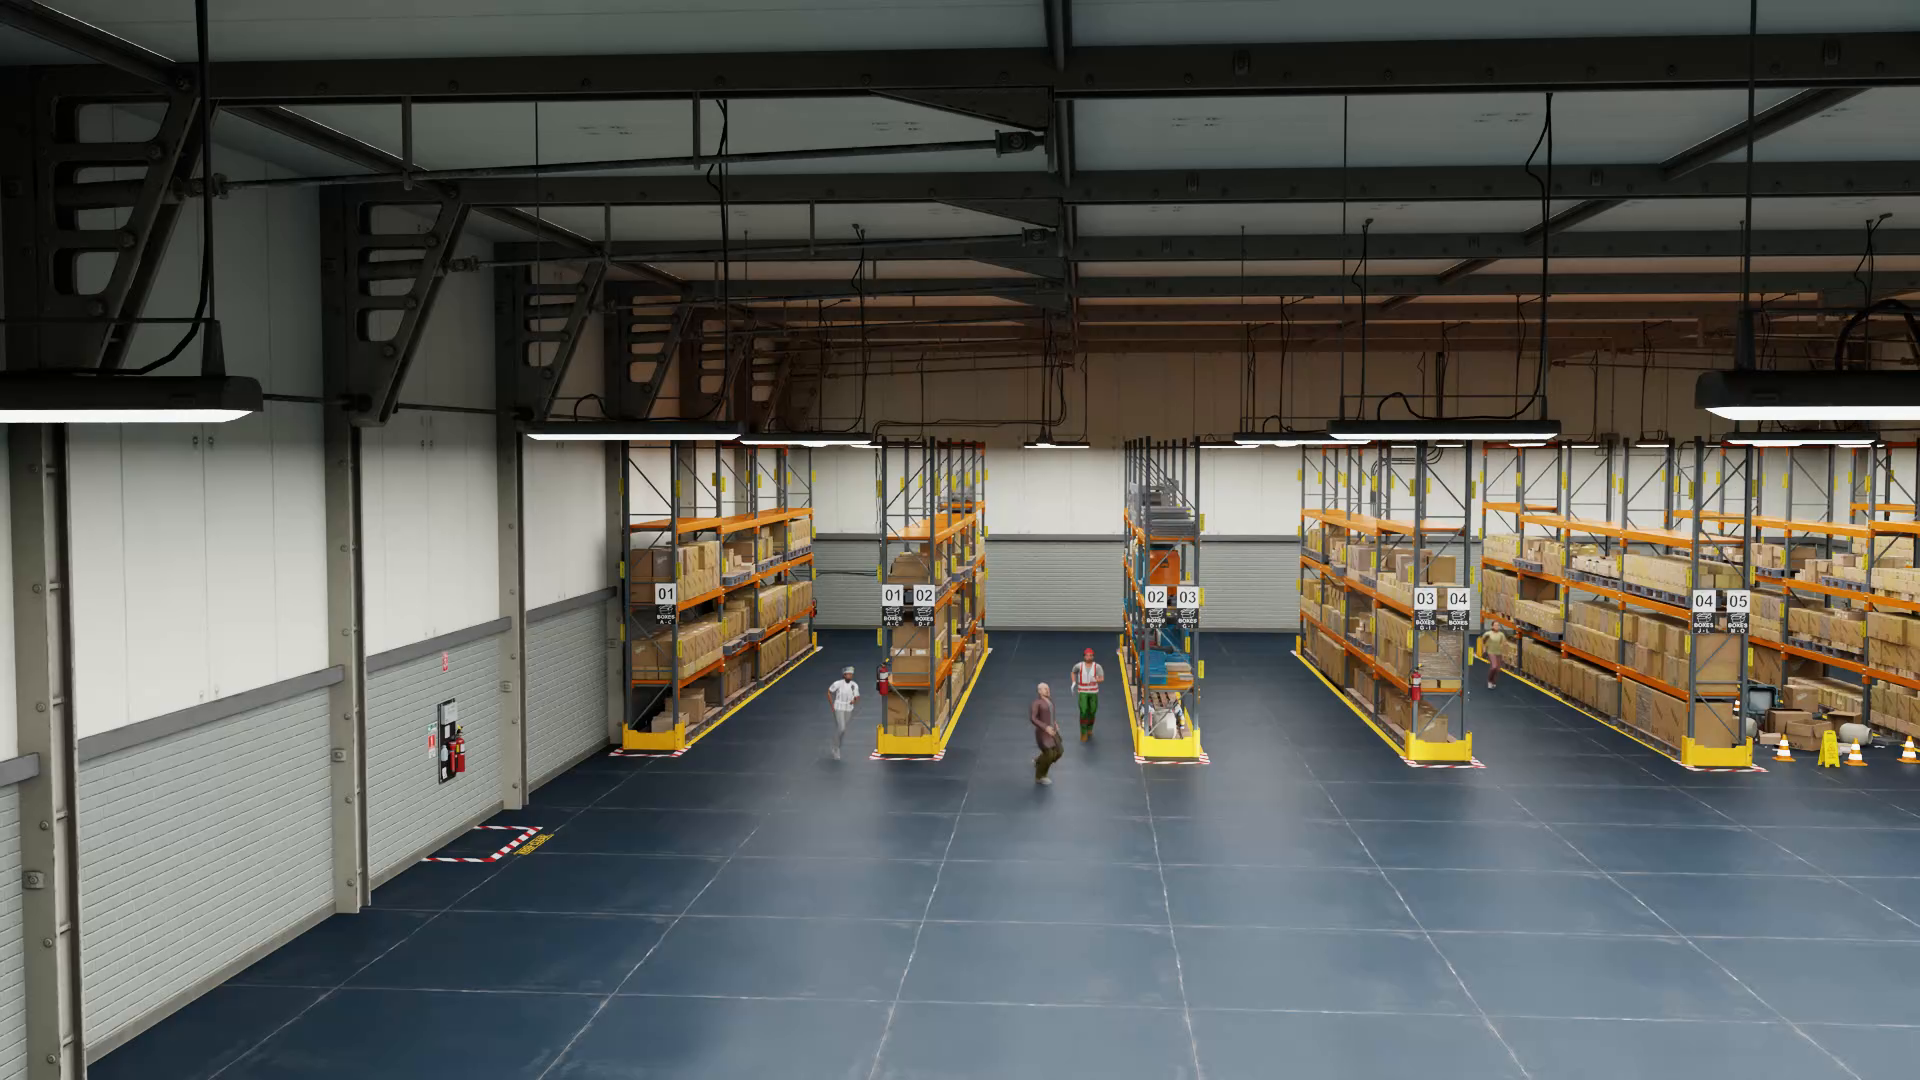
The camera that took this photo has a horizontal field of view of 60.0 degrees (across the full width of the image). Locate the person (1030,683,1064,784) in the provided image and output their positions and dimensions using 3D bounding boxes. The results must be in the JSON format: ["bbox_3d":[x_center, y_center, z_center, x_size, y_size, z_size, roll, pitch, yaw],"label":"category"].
[{"bbox_3d":[1.474,3.325,28.641,0.571,1.740,0.717,2,4,34],"label":"person"}]

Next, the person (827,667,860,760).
[{"bbox_3d":[-2.186,3.235,31.193,0.588,1.729,0.680,-2,4,-30],"label":"person"}]

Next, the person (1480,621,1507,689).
[{"bbox_3d":[12.817,2.751,39.845,0.550,1.641,0.638,0,3,-1],"label":"person"}]

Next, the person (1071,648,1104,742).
[{"bbox_3d":[2.531,3.065,32.931,0.643,1.846,0.774,0,3,-2],"label":"person"}]
